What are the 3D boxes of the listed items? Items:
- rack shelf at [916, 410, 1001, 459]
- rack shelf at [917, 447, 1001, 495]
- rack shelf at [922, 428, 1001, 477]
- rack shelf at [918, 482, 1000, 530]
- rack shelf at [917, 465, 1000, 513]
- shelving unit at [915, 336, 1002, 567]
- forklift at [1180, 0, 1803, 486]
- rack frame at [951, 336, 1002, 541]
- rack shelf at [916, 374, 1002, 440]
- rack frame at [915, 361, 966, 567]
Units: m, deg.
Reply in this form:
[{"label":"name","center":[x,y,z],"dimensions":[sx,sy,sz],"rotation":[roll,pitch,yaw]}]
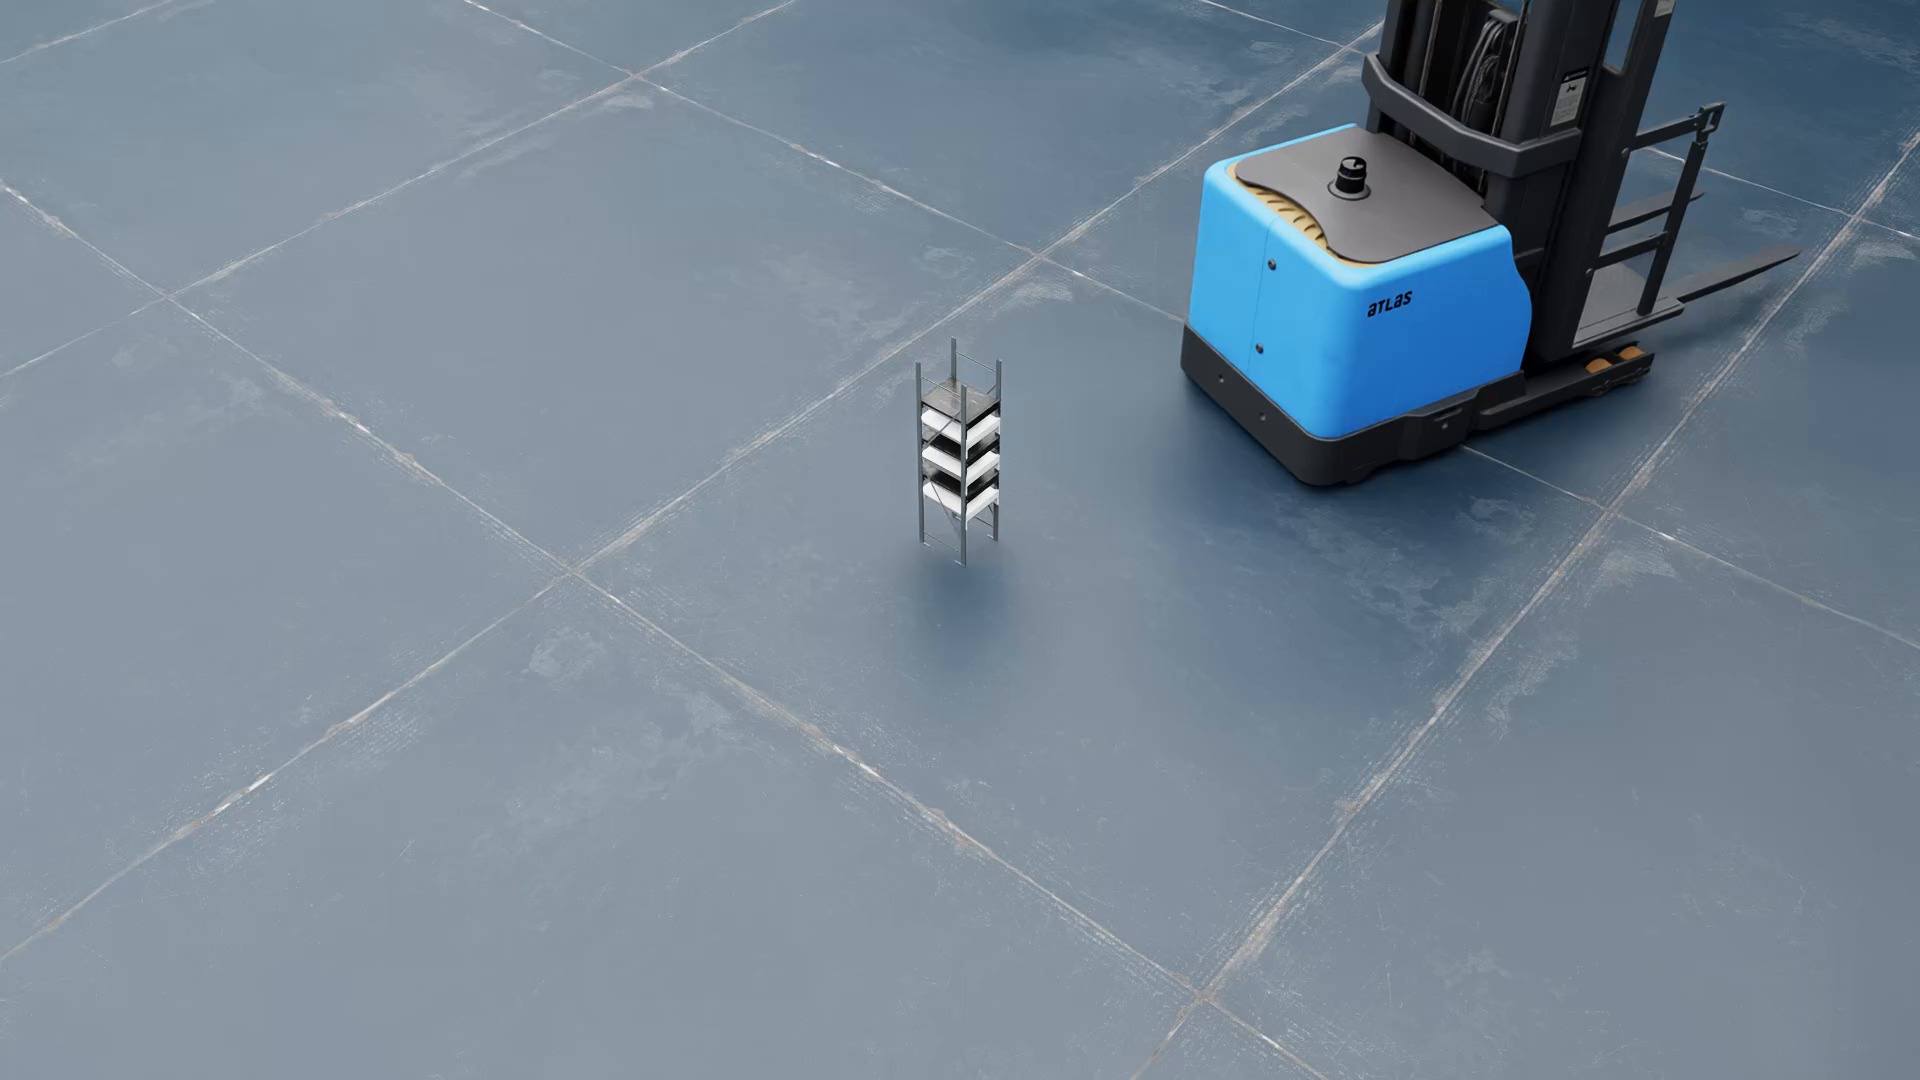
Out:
[{"label":"rack shelf","center":[-0.005,-0.437,6.344],"dimensions":[0.258,0.077,0.200],"rotation":[29,50,28]},{"label":"rack shelf","center":[-0.005,-0.304,6.465],"dimensions":[0.258,0.077,0.200],"rotation":[29,50,28]},{"label":"rack shelf","center":[-0.005,-0.371,6.405],"dimensions":[0.258,0.077,0.200],"rotation":[29,50,28]},{"label":"rack shelf","center":[-0.005,-0.171,6.586],"dimensions":[0.258,0.077,0.200],"rotation":[29,50,28]},{"label":"rack shelf","center":[-0.005,-0.238,6.526],"dimensions":[0.258,0.077,0.200],"rotation":[29,50,28]},{"label":"shelving unit","center":[-0.005,-0.329,6.443],"dimensions":[0.258,0.900,0.210],"rotation":[29,50,28]},{"label":"forklift","center":[2.539,-2.023,6.796],"dimensions":[3.031,2.935,1.130],"rotation":[-20,46,-21]},{"label":"rack frame","center":[0.060,-0.381,6.500],"dimensions":[0.240,0.900,0.006],"rotation":[29,50,28]},{"label":"rack shelf","center":[-0.005,-0.504,6.283],"dimensions":[0.258,0.077,0.200],"rotation":[29,50,28]},{"label":"rack frame","center":[-0.071,-0.276,6.385],"dimensions":[0.240,0.900,0.006],"rotation":[29,50,28]}]
